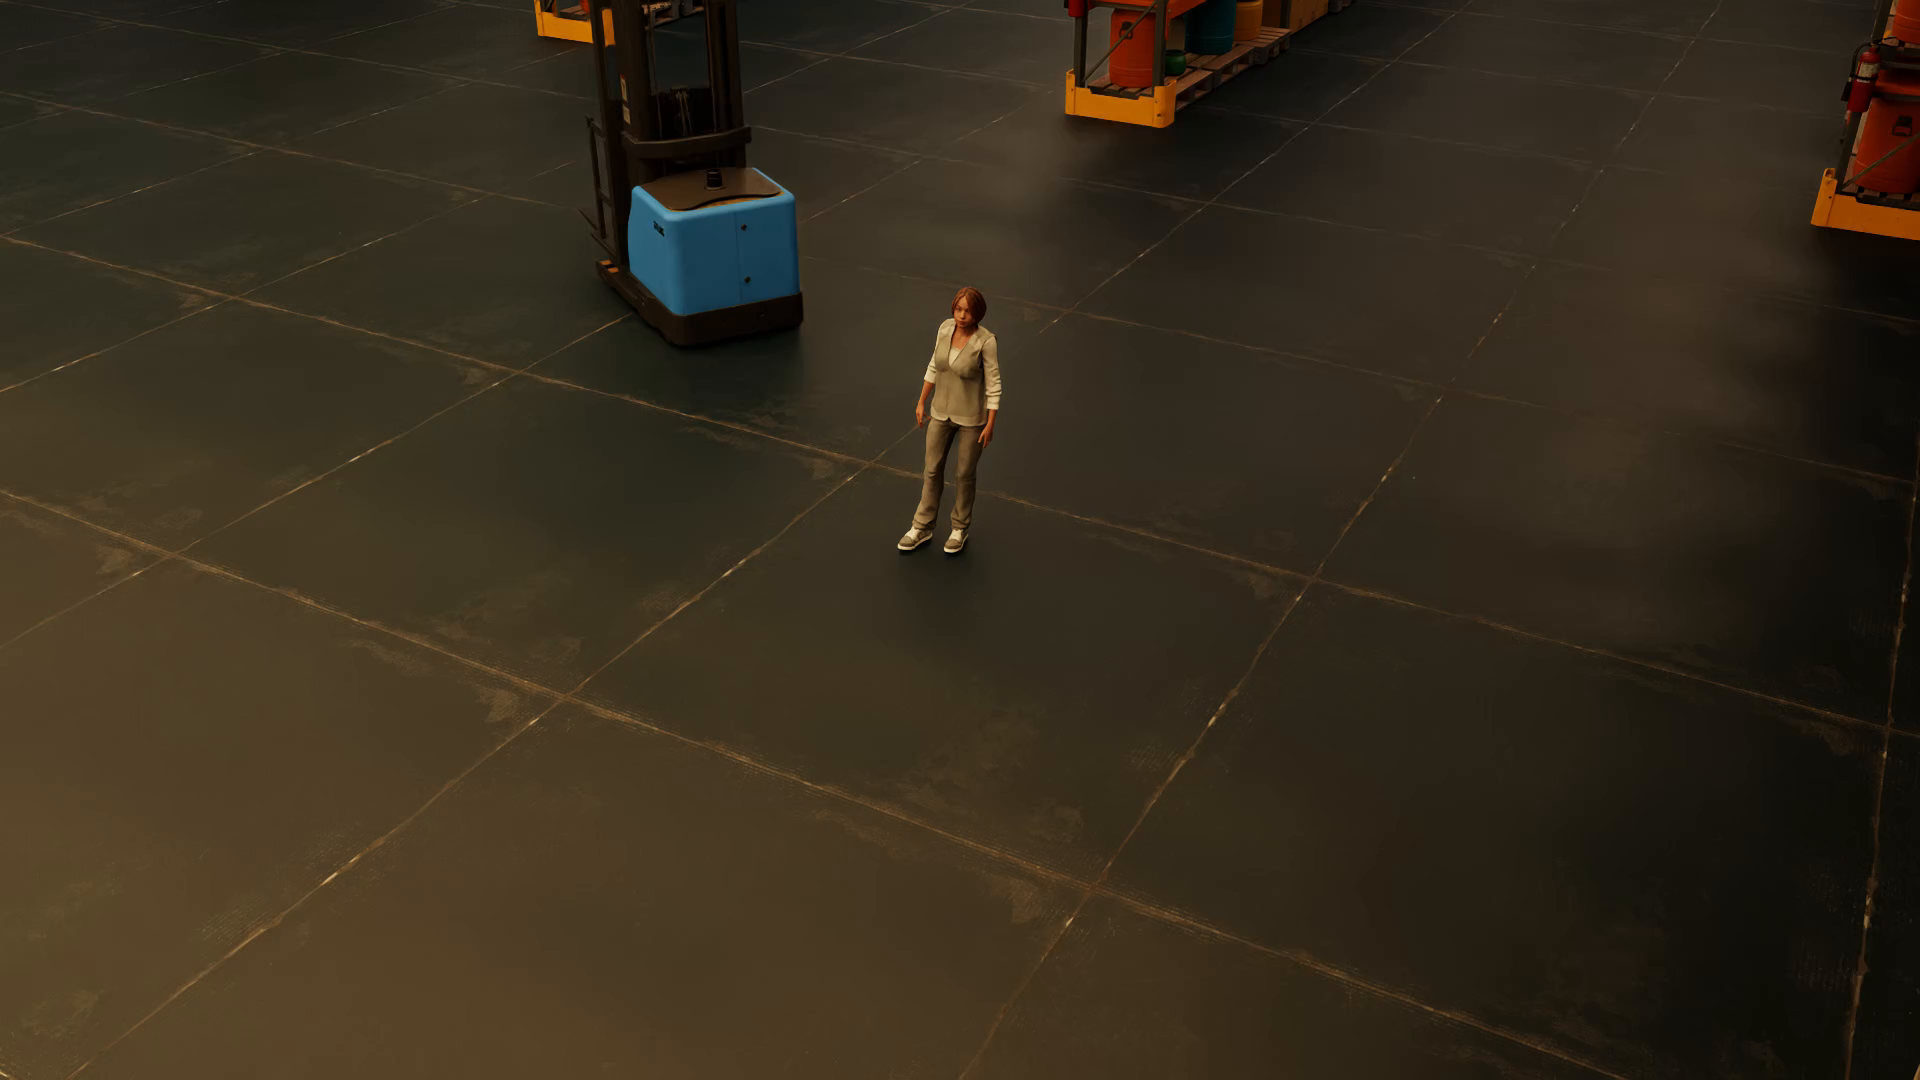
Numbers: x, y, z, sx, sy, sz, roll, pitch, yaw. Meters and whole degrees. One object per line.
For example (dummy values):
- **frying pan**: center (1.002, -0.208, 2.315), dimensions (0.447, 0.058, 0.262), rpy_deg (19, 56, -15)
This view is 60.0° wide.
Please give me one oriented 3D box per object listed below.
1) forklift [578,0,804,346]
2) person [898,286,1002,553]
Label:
- **forklift**: center (-2.345, -3.421, 12.998), dimensions (1.130, 2.935, 3.031), rpy_deg (-15, 33, -24)
- **person**: center (-0.048, -0.669, 9.550), dimensions (0.520, 1.597, 0.475), rpy_deg (15, 33, 25)
